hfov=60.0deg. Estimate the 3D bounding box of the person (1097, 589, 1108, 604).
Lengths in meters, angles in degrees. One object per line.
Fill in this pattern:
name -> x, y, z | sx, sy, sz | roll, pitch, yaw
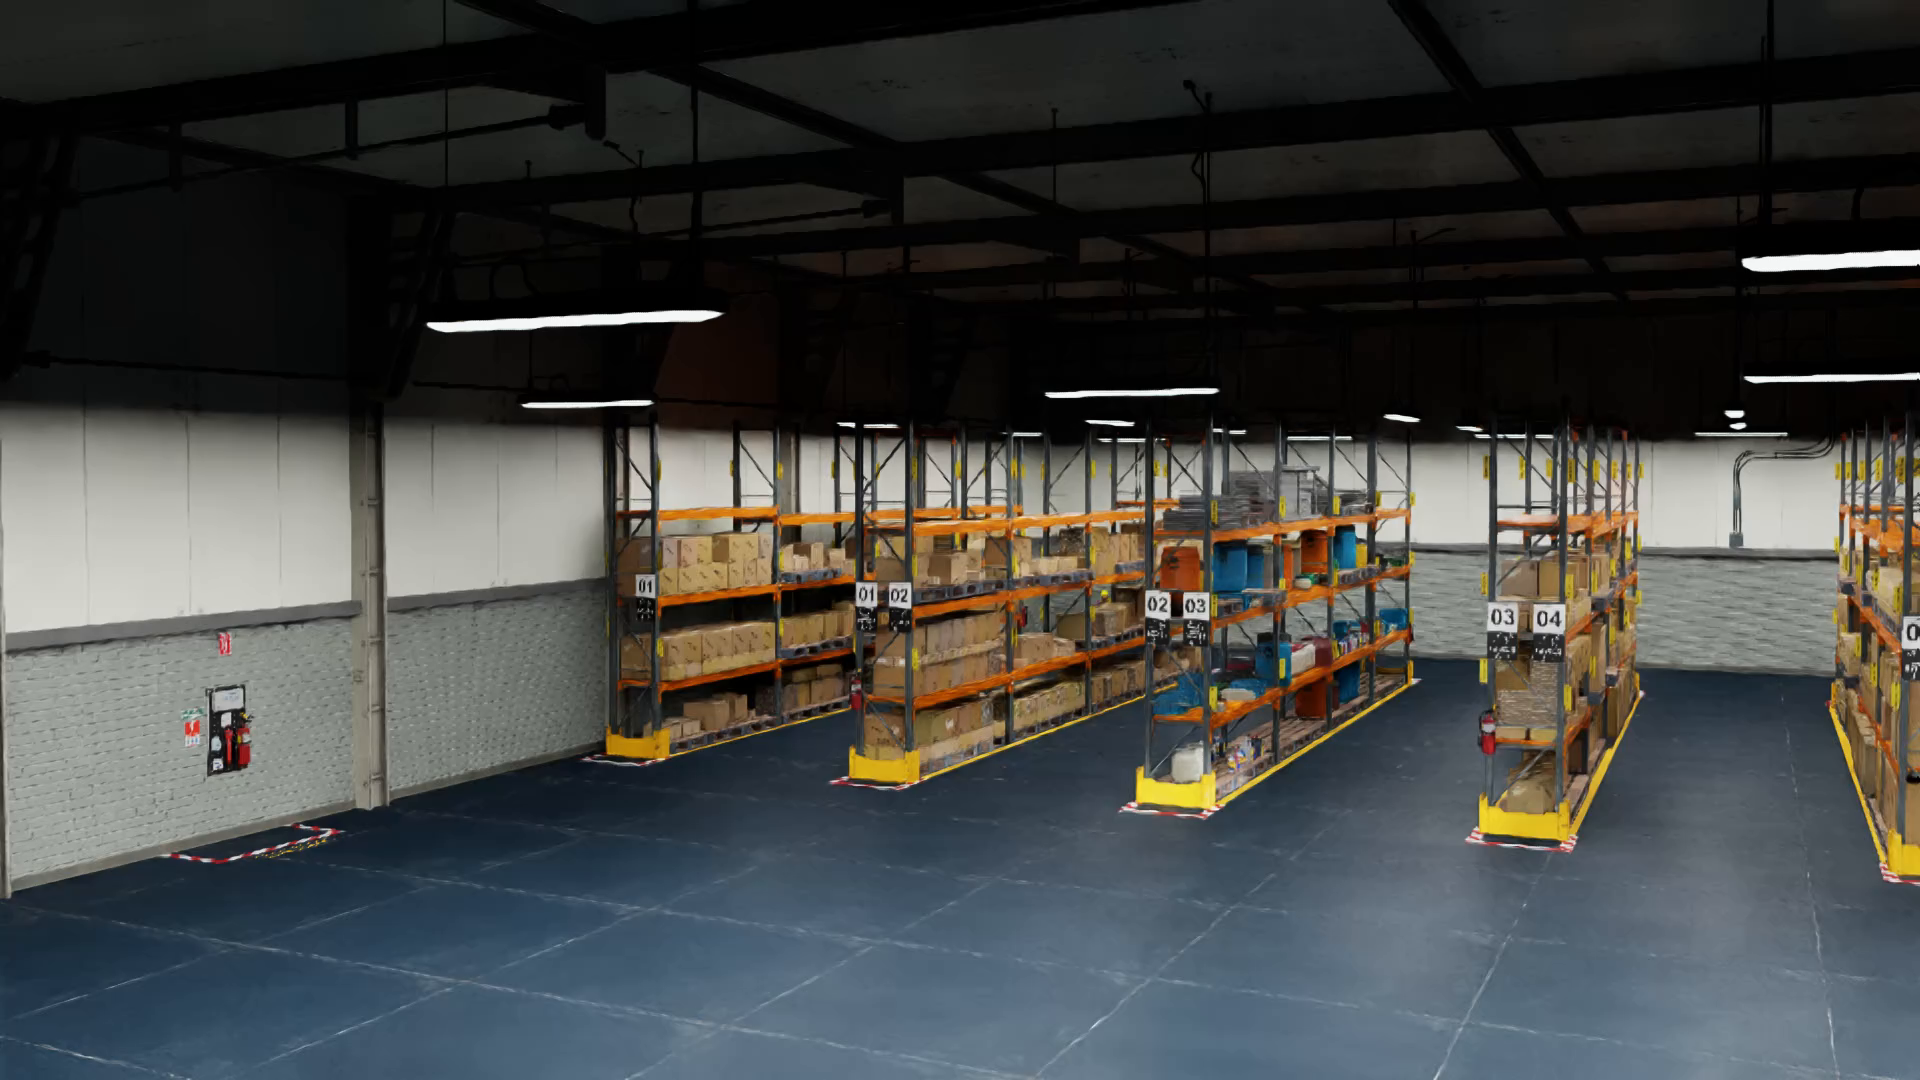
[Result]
person -> 4.035, 2.217, 45.911 | 0.589, 1.716, 1.043 | 1, 3, 24
